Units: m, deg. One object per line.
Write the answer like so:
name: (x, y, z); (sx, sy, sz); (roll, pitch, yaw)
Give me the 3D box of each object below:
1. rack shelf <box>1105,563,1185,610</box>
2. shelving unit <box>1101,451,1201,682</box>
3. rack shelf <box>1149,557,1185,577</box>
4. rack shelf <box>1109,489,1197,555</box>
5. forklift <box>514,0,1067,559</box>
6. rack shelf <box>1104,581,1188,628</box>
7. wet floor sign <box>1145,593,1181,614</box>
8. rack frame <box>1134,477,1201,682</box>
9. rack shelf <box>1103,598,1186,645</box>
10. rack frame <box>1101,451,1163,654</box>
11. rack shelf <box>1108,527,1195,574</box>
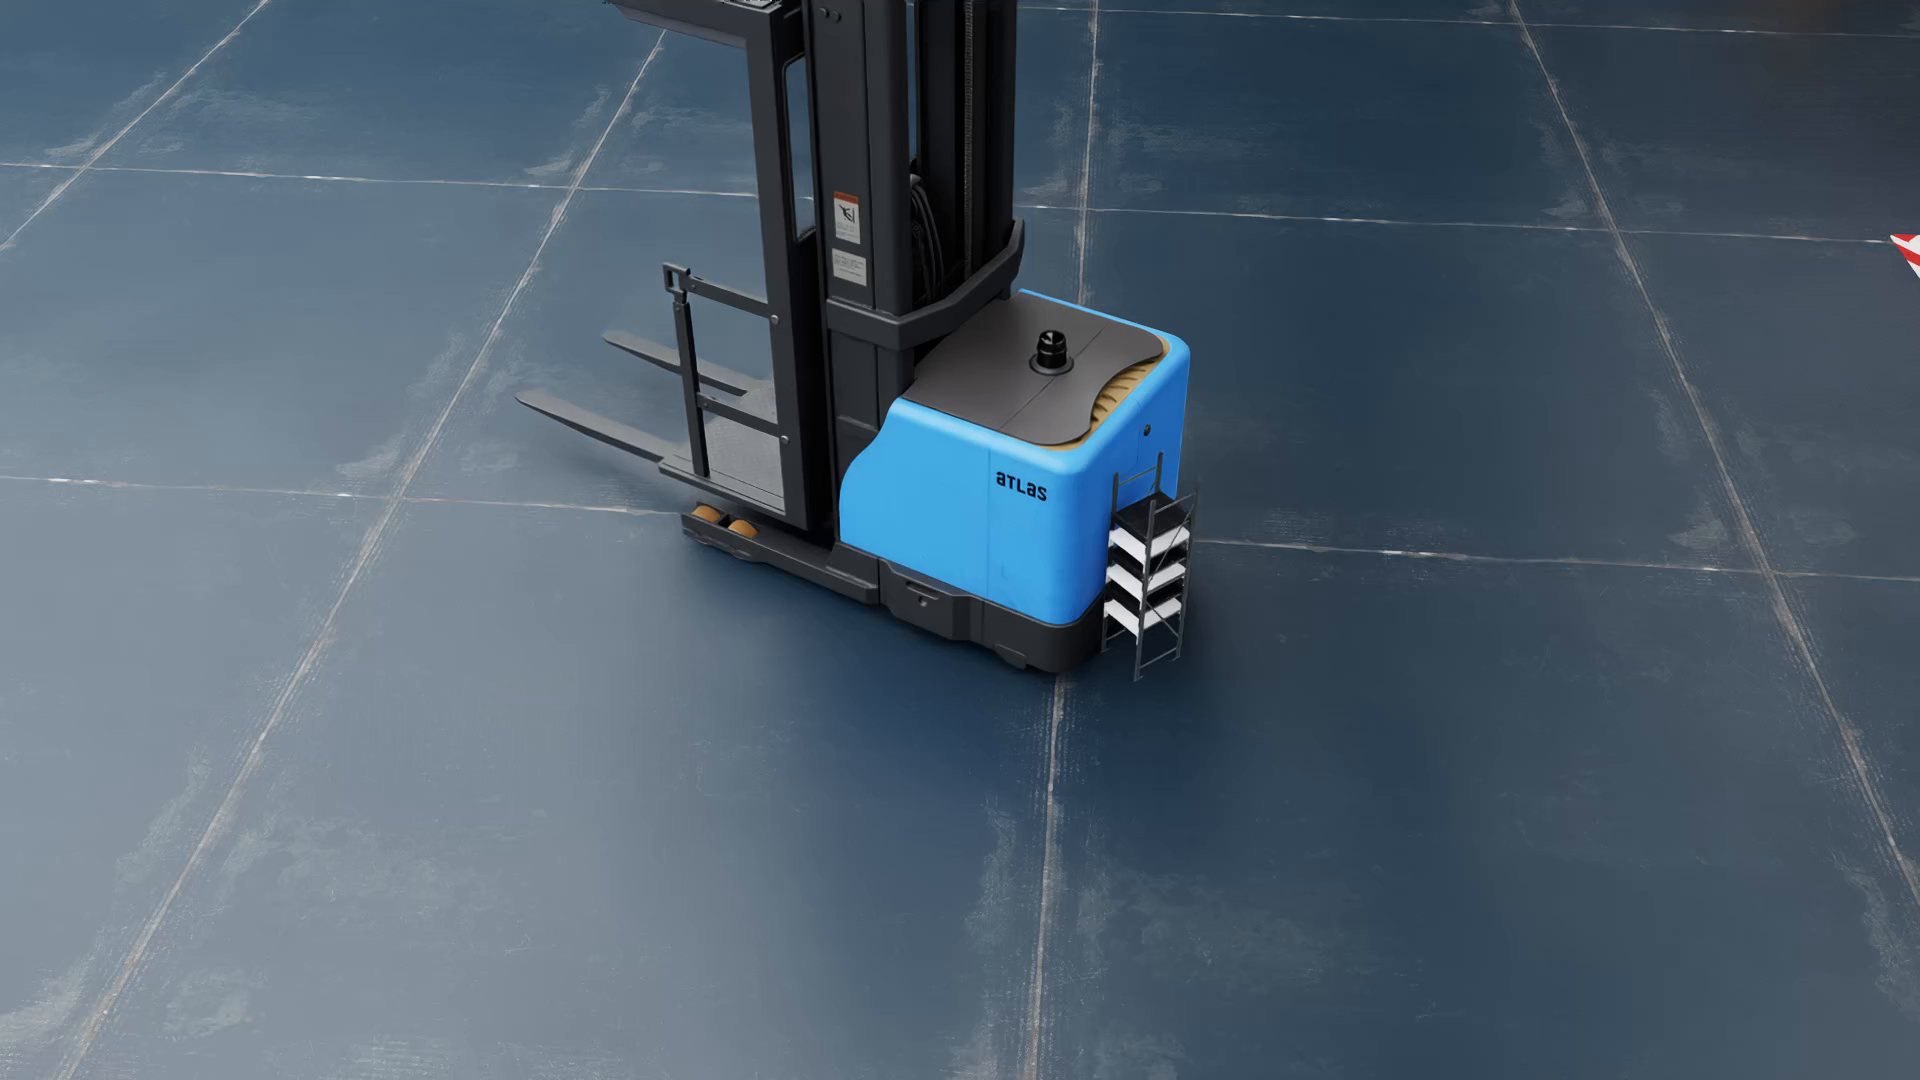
rack shelf: (0.725, 0.140, 6.417); (0.258, 0.077, 0.200); (-25, 45, -28)
shelving unit: (0.725, 0.114, 6.397); (0.258, 0.900, 0.210); (-25, 45, -28)
rack shelf: (0.725, 0.058, 6.351); (0.199, 0.015, 0.184); (-25, 45, -28)
rack shelf: (0.725, -0.070, 6.248); (0.258, 0.077, 0.200); (-25, 45, -28)
forklift: (-0.646, -1.308, 6.586); (2.937, 2.867, 1.118); (21, 44, 24)
rack shelf: (0.724, 0.210, 6.474); (0.258, 0.077, 0.200); (-25, 45, -28)
wet floor sign: (2.642, 3.685, 2.211); (8.375, 0.644, 8.619); (16, 42, 19)
rack frame: (0.785, 0.165, 6.333); (0.240, 0.900, 0.006); (-25, 45, -28)
rack shelf: (0.724, 0.280, 6.531); (0.258, 0.077, 0.200); (-25, 45, -28)
rack frame: (0.664, 0.062, 6.460); (0.240, 0.900, 0.006); (-25, 45, -28)
rack shelf: (0.725, 0.000, 6.304); (0.258, 0.077, 0.200); (-25, 45, -28)
